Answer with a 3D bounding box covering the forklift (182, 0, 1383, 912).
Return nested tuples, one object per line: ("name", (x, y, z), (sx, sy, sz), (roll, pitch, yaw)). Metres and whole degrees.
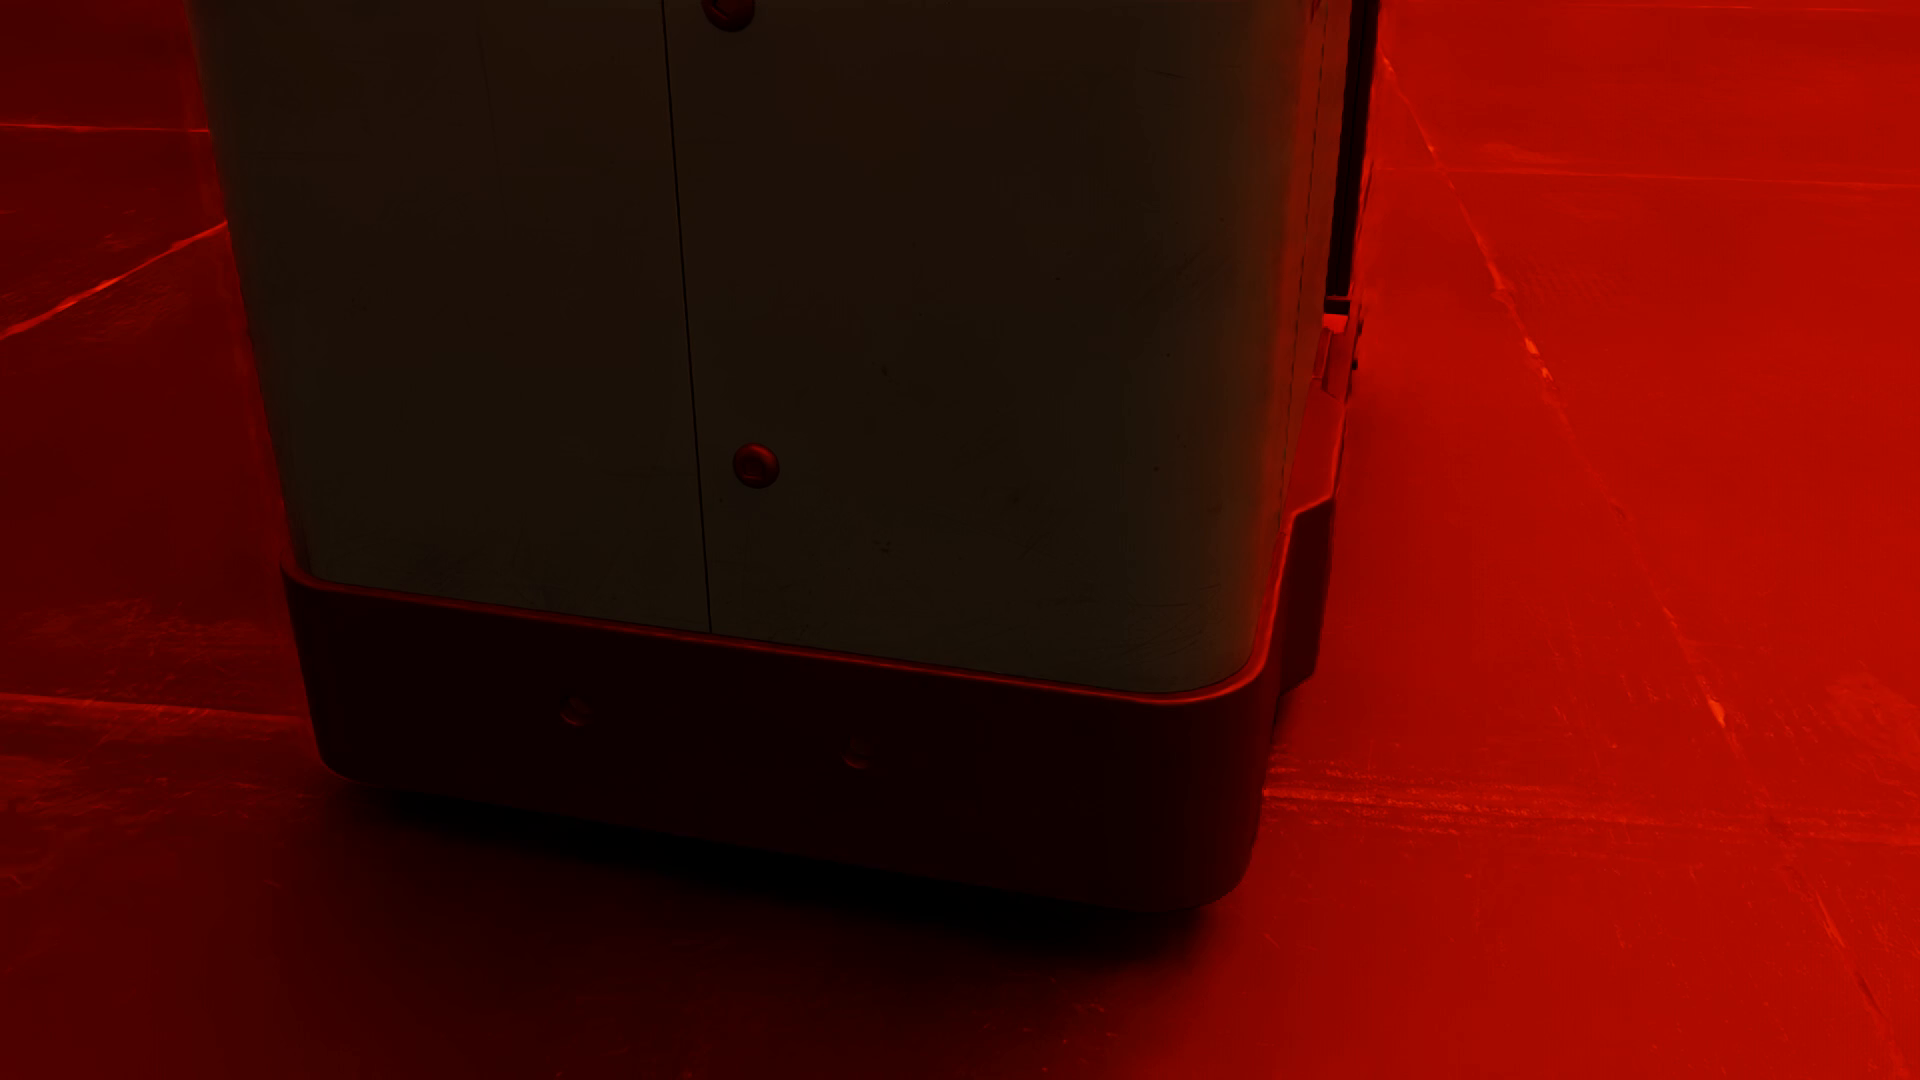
("forklift", (0.144, -1.588, 2.400), (1.130, 2.935, 3.031), (7, 27, 13))
